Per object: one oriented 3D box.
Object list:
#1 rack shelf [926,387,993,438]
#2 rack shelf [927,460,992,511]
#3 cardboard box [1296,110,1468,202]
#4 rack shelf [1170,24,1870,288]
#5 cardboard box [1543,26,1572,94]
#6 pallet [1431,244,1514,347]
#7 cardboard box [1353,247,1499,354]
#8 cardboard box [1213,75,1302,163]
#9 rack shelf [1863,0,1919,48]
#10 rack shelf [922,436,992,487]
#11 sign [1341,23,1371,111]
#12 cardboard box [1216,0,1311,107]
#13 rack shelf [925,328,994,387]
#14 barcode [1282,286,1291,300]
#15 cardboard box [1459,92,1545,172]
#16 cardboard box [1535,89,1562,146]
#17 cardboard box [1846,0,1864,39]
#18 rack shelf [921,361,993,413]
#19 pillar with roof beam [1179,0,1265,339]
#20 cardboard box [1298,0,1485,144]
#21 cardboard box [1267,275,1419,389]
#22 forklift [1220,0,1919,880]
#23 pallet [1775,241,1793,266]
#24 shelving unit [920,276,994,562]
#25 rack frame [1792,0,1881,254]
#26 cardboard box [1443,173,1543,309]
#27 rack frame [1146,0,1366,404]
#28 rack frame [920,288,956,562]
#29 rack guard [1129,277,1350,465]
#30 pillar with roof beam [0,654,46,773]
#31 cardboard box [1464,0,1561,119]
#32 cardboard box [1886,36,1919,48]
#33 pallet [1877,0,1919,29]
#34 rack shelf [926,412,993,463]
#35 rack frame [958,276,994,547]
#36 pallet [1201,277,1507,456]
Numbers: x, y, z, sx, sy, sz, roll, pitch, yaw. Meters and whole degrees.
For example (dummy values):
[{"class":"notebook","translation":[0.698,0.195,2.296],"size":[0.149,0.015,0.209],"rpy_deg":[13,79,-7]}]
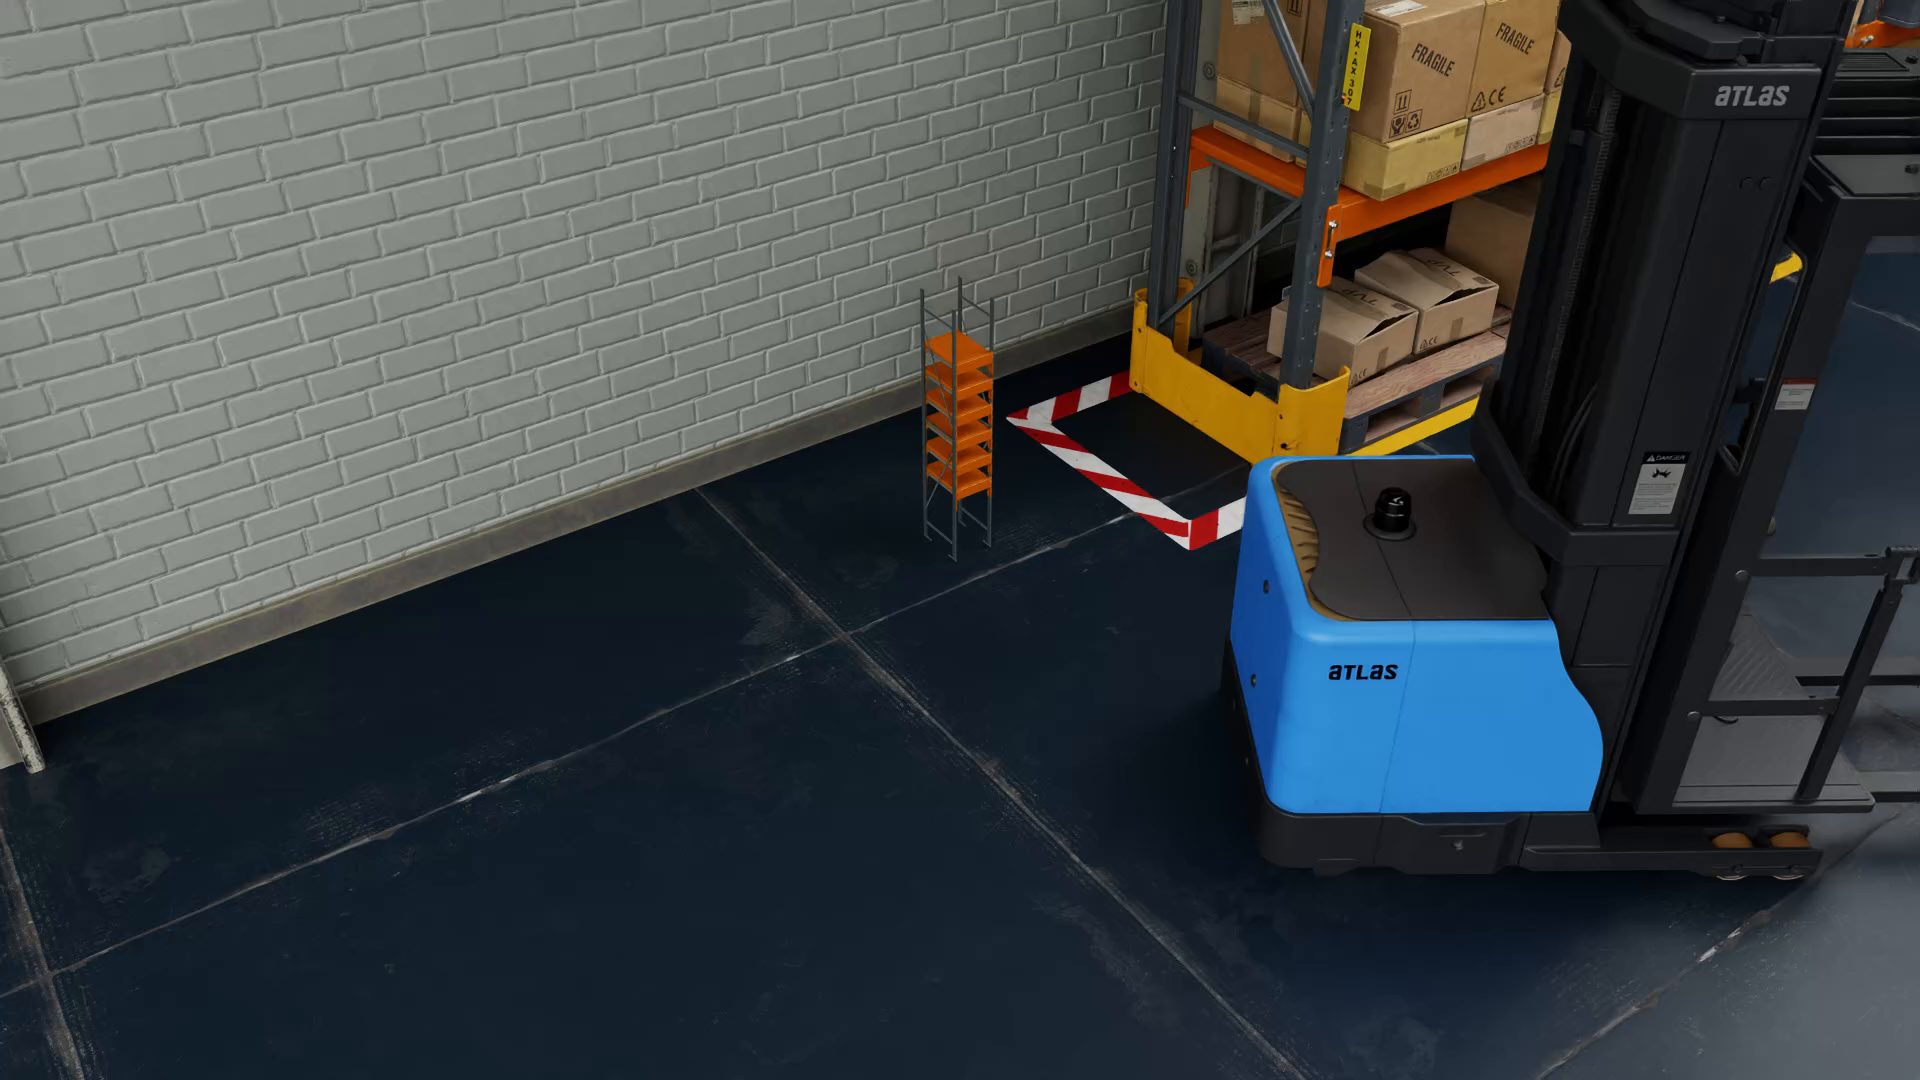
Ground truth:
[{"class":"rack shelf","translation":[-0.012,-0.544,6.849],"size":[0.180,0.103,0.258],"rpy_deg":[-22,41,-28]},{"class":"rack shelf","translation":[-0.012,-0.251,7.059],"size":[0.180,0.103,0.258],"rpy_deg":[-22,41,-28]},{"class":"cardboard box","translation":[1.817,-1.720,7.184],"size":[0.500,0.250,0.500],"rpy_deg":[-24,42,-29]},{"class":"rack shelf","translation":[2.870,-2.141,8.274],"size":[4.000,0.370,1.077],"rpy_deg":[-22,41,-28]},{"class":"cardboard box","translation":[2.634,-2.361,7.433],"size":[0.500,0.500,0.500],"rpy_deg":[-24,42,-29]},{"class":"pallet","translation":[2.978,-1.318,8.902],"size":[1.213,0.211,1.003],"rpy_deg":[-22,41,-28]},{"class":"cardboard box","translation":[2.318,-1.229,8.315],"size":[0.500,0.311,0.500],"rpy_deg":[-19,40,-24]},{"class":"cardboard box","translation":[1.505,-1.957,7.513],"size":[0.500,0.250,0.500],"rpy_deg":[-22,41,-27]},{"class":"rack shelf","translation":[6.139,-3.486,10.144],"size":[4.000,0.370,1.077],"rpy_deg":[-22,41,-28]},{"class":"rack shelf","translation":[-0.012,-0.349,6.989],"size":[0.180,0.103,0.258],"rpy_deg":[-22,41,-28]},{"class":"sign","translation":[1.548,-1.853,6.516],"size":[0.005,0.325,0.100],"rpy_deg":[-22,41,-28]},{"class":"cardboard box","translation":[1.498,-2.272,7.309],"size":[0.500,0.500,0.500],"rpy_deg":[-23,42,-28]},{"class":"rack shelf","translation":[-0.012,-0.738,6.709],"size":[0.180,0.103,0.258],"rpy_deg":[-22,41,-28]},{"class":"barcode","translation":[1.637,-1.238,8.320],"size":[0.075,0.075,0.001],"rpy_deg":[-22,41,-28]},{"class":"cardboard box","translation":[2.233,-1.901,7.436],"size":[0.500,0.250,0.500],"rpy_deg":[-24,42,-29]},{"class":"cardboard box","translation":[2.653,-2.070,7.670],"size":[0.500,0.250,0.500],"rpy_deg":[-23,42,-29]},{"class":"cardboard box","translation":[4.292,-2.749,8.614],"size":[0.500,0.250,0.500],"rpy_deg":[-22,41,-28]},{"class":"rack shelf","translation":[-0.012,-0.641,6.779],"size":[0.180,0.103,0.258],"rpy_deg":[-22,41,-28]},{"class":"pillar with roof beam","translation":[3.789,-2.789,3.421],"size":[0.400,9.000,9.100],"rpy_deg":[-22,41,-28]},{"class":"cardboard box","translation":[1.798,-2.029,6.971],"size":[0.500,0.500,0.500],"rpy_deg":[-22,41,-28]},{"class":"cardboard box","translation":[1.852,-1.037,8.049],"size":[0.500,0.311,0.500],"rpy_deg":[-28,44,-33]},{"class":"forklift","translation":[2.517,-0.347,5.222],"size":[3.031,2.935,1.130],"rpy_deg":[0,36,-1]},{"class":"pallet","translation":[3.976,-1.731,9.476],"size":[1.213,0.211,1.003],"rpy_deg":[-22,41,-28]},{"class":"shelving unit","translation":[-0.012,-0.482,6.893],"size":[0.189,1.200,0.258],"rpy_deg":[-22,41,-28]},{"class":"rack frame","translation":[4.504,-3.106,8.999],"size":[0.127,3.000,1.000],"rpy_deg":[-22,41,-28]},{"class":"cardboard box","translation":[2.947,-1.528,8.570],"size":[0.500,0.500,0.700],"rpy_deg":[-25,43,-31]},{"class":"rack frame","translation":[1.235,-1.760,7.128],"size":[0.127,3.000,1.000],"rpy_deg":[-22,41,-28]},{"class":"rack frame","translation":[-0.087,-0.451,6.850],"size":[0.006,1.200,0.240],"rpy_deg":[-22,41,-28]},{"class":"rack guard","translation":[1.297,-0.771,7.894],"size":[0.348,0.500,1.175],"rpy_deg":[-22,41,-28]},{"class":"pillar with roof beam","translation":[-1.116,-0.771,0.615],"size":[0.400,9.000,9.100],"rpy_deg":[-22,41,-28]},{"class":"cardboard box","translation":[2.208,-2.190,7.196],"size":[0.500,0.500,0.500],"rpy_deg":[-22,41,-28]},{"class":"cardboard box","translation":[5.455,-2.979,9.945],"size":[0.500,0.250,0.500],"rpy_deg":[-23,42,-29]},{"class":"pallet","translation":[5.213,-3.215,9.316],"size":[1.213,0.211,1.003],"rpy_deg":[-22,41,-28]},{"class":"rack shelf","translation":[-0.012,-0.446,6.919],"size":[0.180,0.103,0.258],"rpy_deg":[-22,41,-28]},{"class":"rack frame","translation":[0.063,-0.513,6.936],"size":[0.006,1.200,0.240],"rpy_deg":[-22,41,-28]},{"class":"pallet","translation":[1.981,-0.910,8.334],"size":[1.213,0.211,1.003],"rpy_deg":[-22,41,-28]}]
